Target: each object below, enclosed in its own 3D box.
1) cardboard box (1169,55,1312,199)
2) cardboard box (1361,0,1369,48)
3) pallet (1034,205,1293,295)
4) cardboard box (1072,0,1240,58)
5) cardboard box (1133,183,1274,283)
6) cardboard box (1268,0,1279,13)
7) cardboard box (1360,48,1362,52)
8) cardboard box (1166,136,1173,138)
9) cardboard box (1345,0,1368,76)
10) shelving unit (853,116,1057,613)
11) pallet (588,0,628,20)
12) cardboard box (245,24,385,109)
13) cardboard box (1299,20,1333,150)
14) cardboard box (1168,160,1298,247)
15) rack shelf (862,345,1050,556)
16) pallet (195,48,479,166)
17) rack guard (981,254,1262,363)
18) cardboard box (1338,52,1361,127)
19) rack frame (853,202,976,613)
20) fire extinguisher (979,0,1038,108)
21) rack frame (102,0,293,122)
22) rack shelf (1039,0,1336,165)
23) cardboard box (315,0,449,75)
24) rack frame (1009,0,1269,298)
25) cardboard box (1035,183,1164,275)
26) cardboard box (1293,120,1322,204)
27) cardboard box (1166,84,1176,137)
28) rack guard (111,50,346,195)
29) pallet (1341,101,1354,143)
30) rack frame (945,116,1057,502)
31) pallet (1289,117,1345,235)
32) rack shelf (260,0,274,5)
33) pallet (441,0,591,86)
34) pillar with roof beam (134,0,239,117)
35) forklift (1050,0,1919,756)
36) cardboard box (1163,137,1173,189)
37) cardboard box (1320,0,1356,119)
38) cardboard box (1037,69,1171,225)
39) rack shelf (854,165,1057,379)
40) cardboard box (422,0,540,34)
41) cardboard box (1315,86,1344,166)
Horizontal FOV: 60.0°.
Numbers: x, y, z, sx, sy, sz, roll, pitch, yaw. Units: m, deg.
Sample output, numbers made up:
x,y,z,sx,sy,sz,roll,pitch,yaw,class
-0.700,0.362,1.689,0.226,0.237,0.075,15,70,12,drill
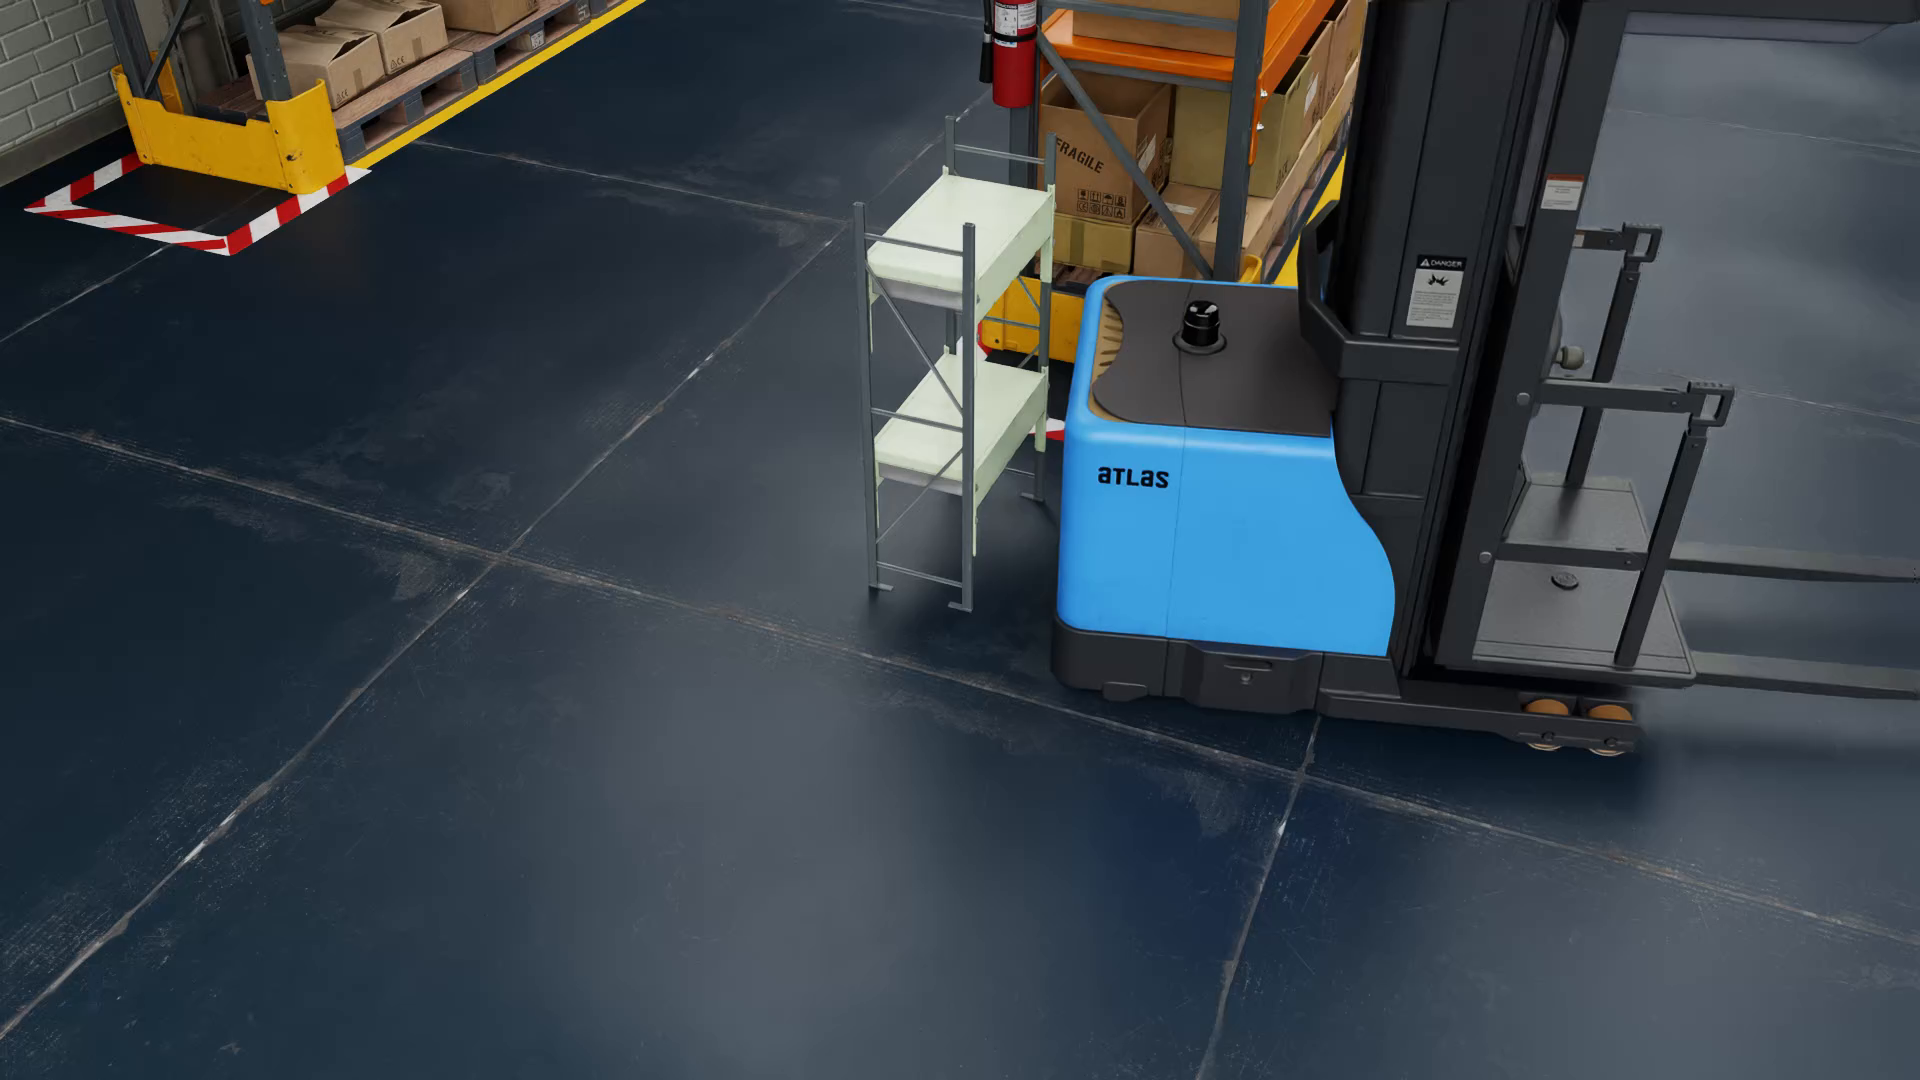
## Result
x,y,z,sx,sy,sz,roll,pitch,yaw,class
1.289,-1.938,7.656,0.500,0.500,0.500,14,39,18,cardboard box
2.037,-3.048,9.142,0.500,0.500,0.500,14,39,18,cardboard box
0.943,-1.363,7.897,1.003,0.211,1.213,14,39,18,pallet
0.880,-2.342,6.795,0.700,0.500,0.500,14,39,18,cardboard box
1.100,-1.360,7.510,0.500,0.250,0.500,14,39,18,cardboard box
1.075,-2.634,7.185,0.700,0.500,0.500,15,39,19,cardboard box
2.039,-2.747,9.366,0.500,0.250,0.500,14,39,18,cardboard box
0.989,-2.035,8.413,0.500,0.250,0.500,14,39,18,cardboard box
1.850,-2.770,8.770,0.500,0.500,0.500,14,39,18,cardboard box
-0.003,-0.597,5.796,0.431,1.500,0.755,14,39,18,shelving unit
-2.593,-3.891,11.279,1.003,0.211,1.213,14,39,18,pallet
-3.546,-2.635,9.148,0.500,0.311,0.500,10,38,13,cardboard box
1.467,-2.217,8.031,0.500,0.500,0.500,14,39,18,cardboard box
1.287,-1.638,7.881,0.500,0.250,0.500,14,39,18,cardboard box
-0.003,-0.336,5.991,0.431,0.370,0.720,14,39,18,rack shelf
-3.521,-2.540,9.472,1.003,0.211,1.213,14,39,18,pallet
0.681,-1.032,7.214,1.175,0.500,0.348,14,39,18,rack guard
1.862,-2.467,8.991,0.500,0.250,0.500,14,39,18,cardboard box
-0.142,-0.394,5.525,0.400,1.500,0.023,14,39,18,rack frame
0.216,-2.056,6.560,0.296,0.674,0.183,14,39,18,fire extinguisher
-3.892,-3.173,7.990,1.000,3.000,0.127,14,39,18,rack frame
1.451,-2.866,8.180,1.077,0.370,4.000,14,39,18,rack shelf
-3.329,-2.951,9.571,0.500,0.311,0.500,17,40,21,cardboard box
0.691,-2.047,6.483,1.000,3.000,0.127,14,39,18,rack frame
0.621,-1.478,7.668,0.500,0.250,0.500,14,39,18,cardboard box
1.478,-1.914,8.252,0.500,0.250,0.500,14,39,18,cardboard box
0.986,-2.336,8.189,0.500,0.500,0.500,14,39,18,cardboard box
-3.863,-2.214,8.795,1.175,0.500,0.348,14,39,18,rack guard
1.871,-2.714,9.704,1.003,0.211,1.213,14,39,18,pallet
0.137,-0.800,6.067,0.400,1.500,0.023,14,39,18,rack frame
1.408,-2.036,8.798,1.003,0.211,1.213,14,39,18,pallet
-3.131,-3.992,9.687,1.077,0.370,4.000,14,39,18,rack shelf
-3.056,-3.213,10.373,1.003,0.211,1.213,14,39,18,pallet
-0.444,-5.180,5.664,9.100,9.000,0.400,14,39,18,pillar with roof beam
1.860,-0.824,4.904,3.031,2.935,1.130,5,37,6,forklift
0.800,-1.757,8.042,0.500,0.250,0.500,14,39,18,cardboard box
1.673,-2.490,8.396,0.500,0.500,0.500,14,39,18,cardboard box
0.619,-1.779,7.444,0.500,0.500,0.500,14,39,18,cardboard box
-0.003,-0.910,5.562,0.431,0.370,0.720,14,39,18,rack shelf
-3.003,-3.421,10.042,0.700,0.500,0.500,11,38,15,cardboard box
1.673,-2.190,8.620,0.500,0.250,0.500,14,39,18,cardboard box
